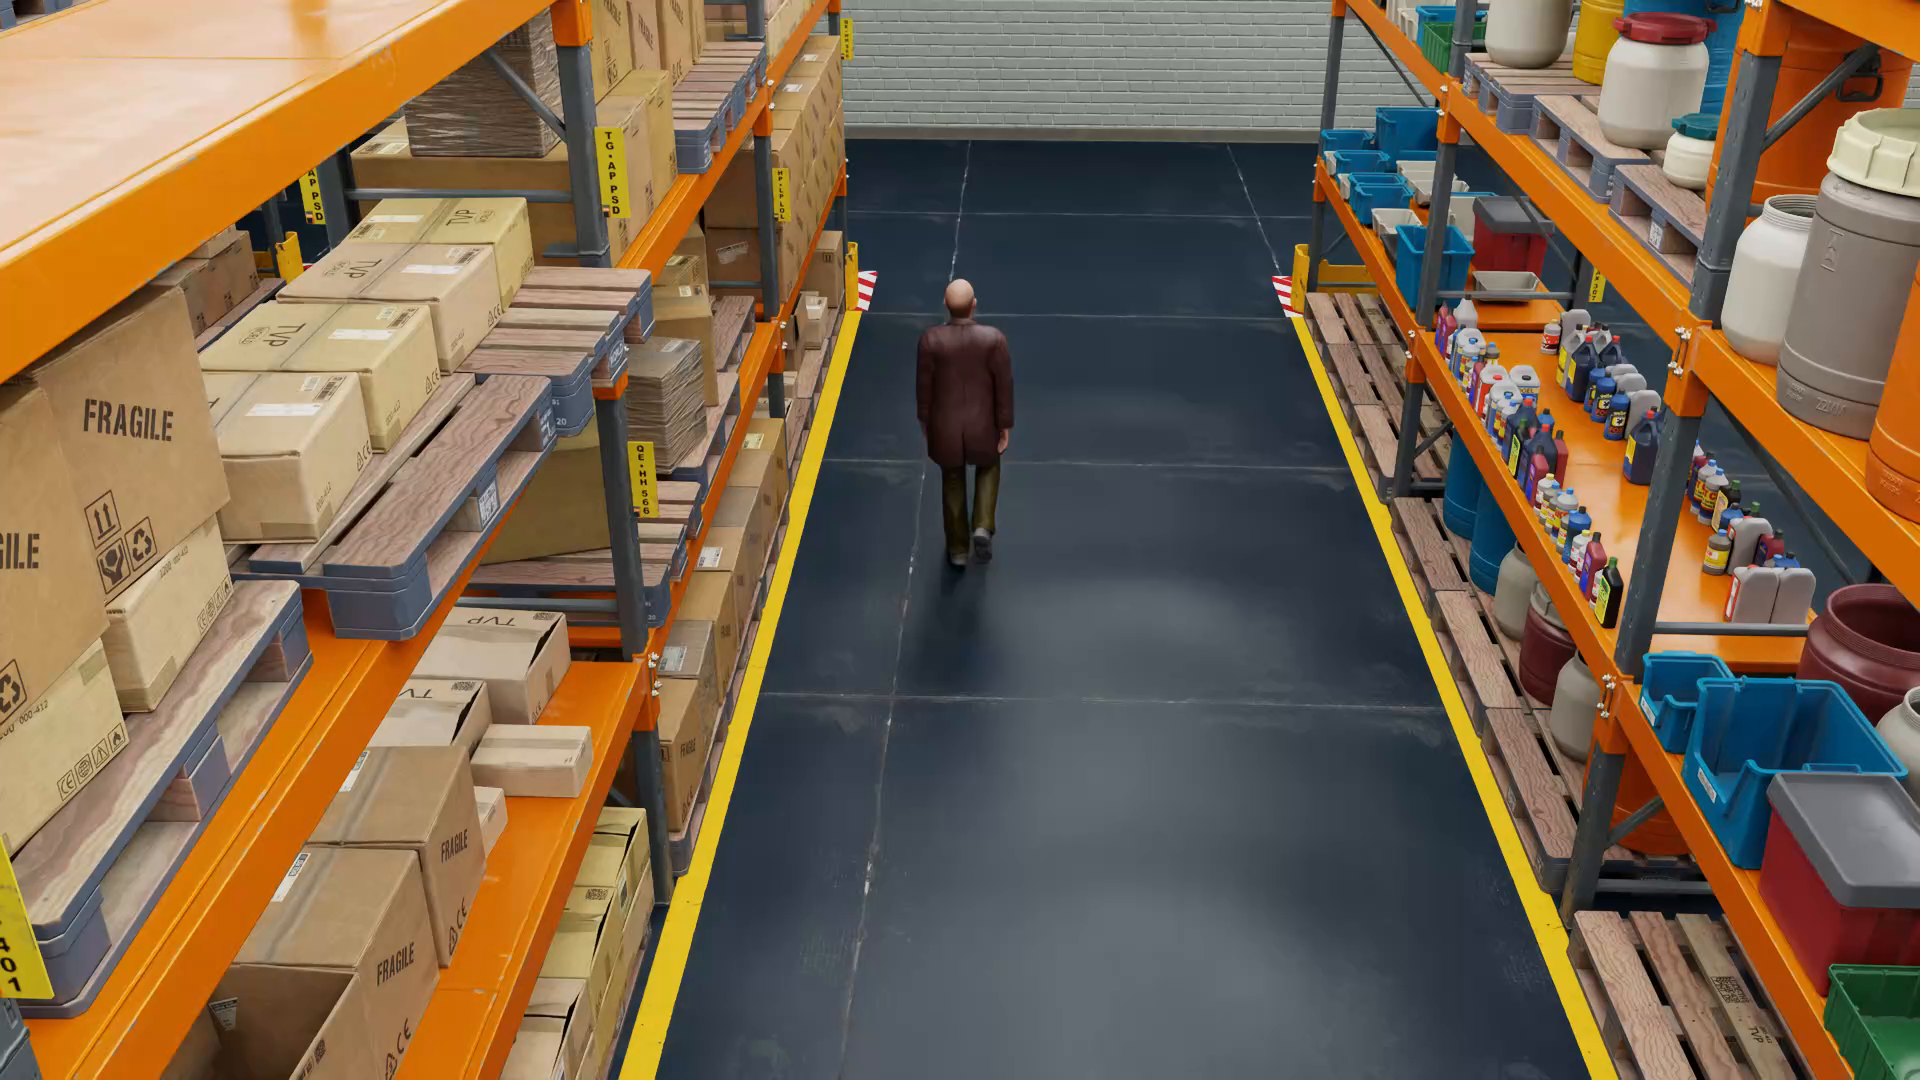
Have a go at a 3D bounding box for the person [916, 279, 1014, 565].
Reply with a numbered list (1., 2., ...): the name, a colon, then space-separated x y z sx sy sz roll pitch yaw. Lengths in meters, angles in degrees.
1. person: 0.030 -0.688 9.907 0.583 1.789 0.532 0 28 0
